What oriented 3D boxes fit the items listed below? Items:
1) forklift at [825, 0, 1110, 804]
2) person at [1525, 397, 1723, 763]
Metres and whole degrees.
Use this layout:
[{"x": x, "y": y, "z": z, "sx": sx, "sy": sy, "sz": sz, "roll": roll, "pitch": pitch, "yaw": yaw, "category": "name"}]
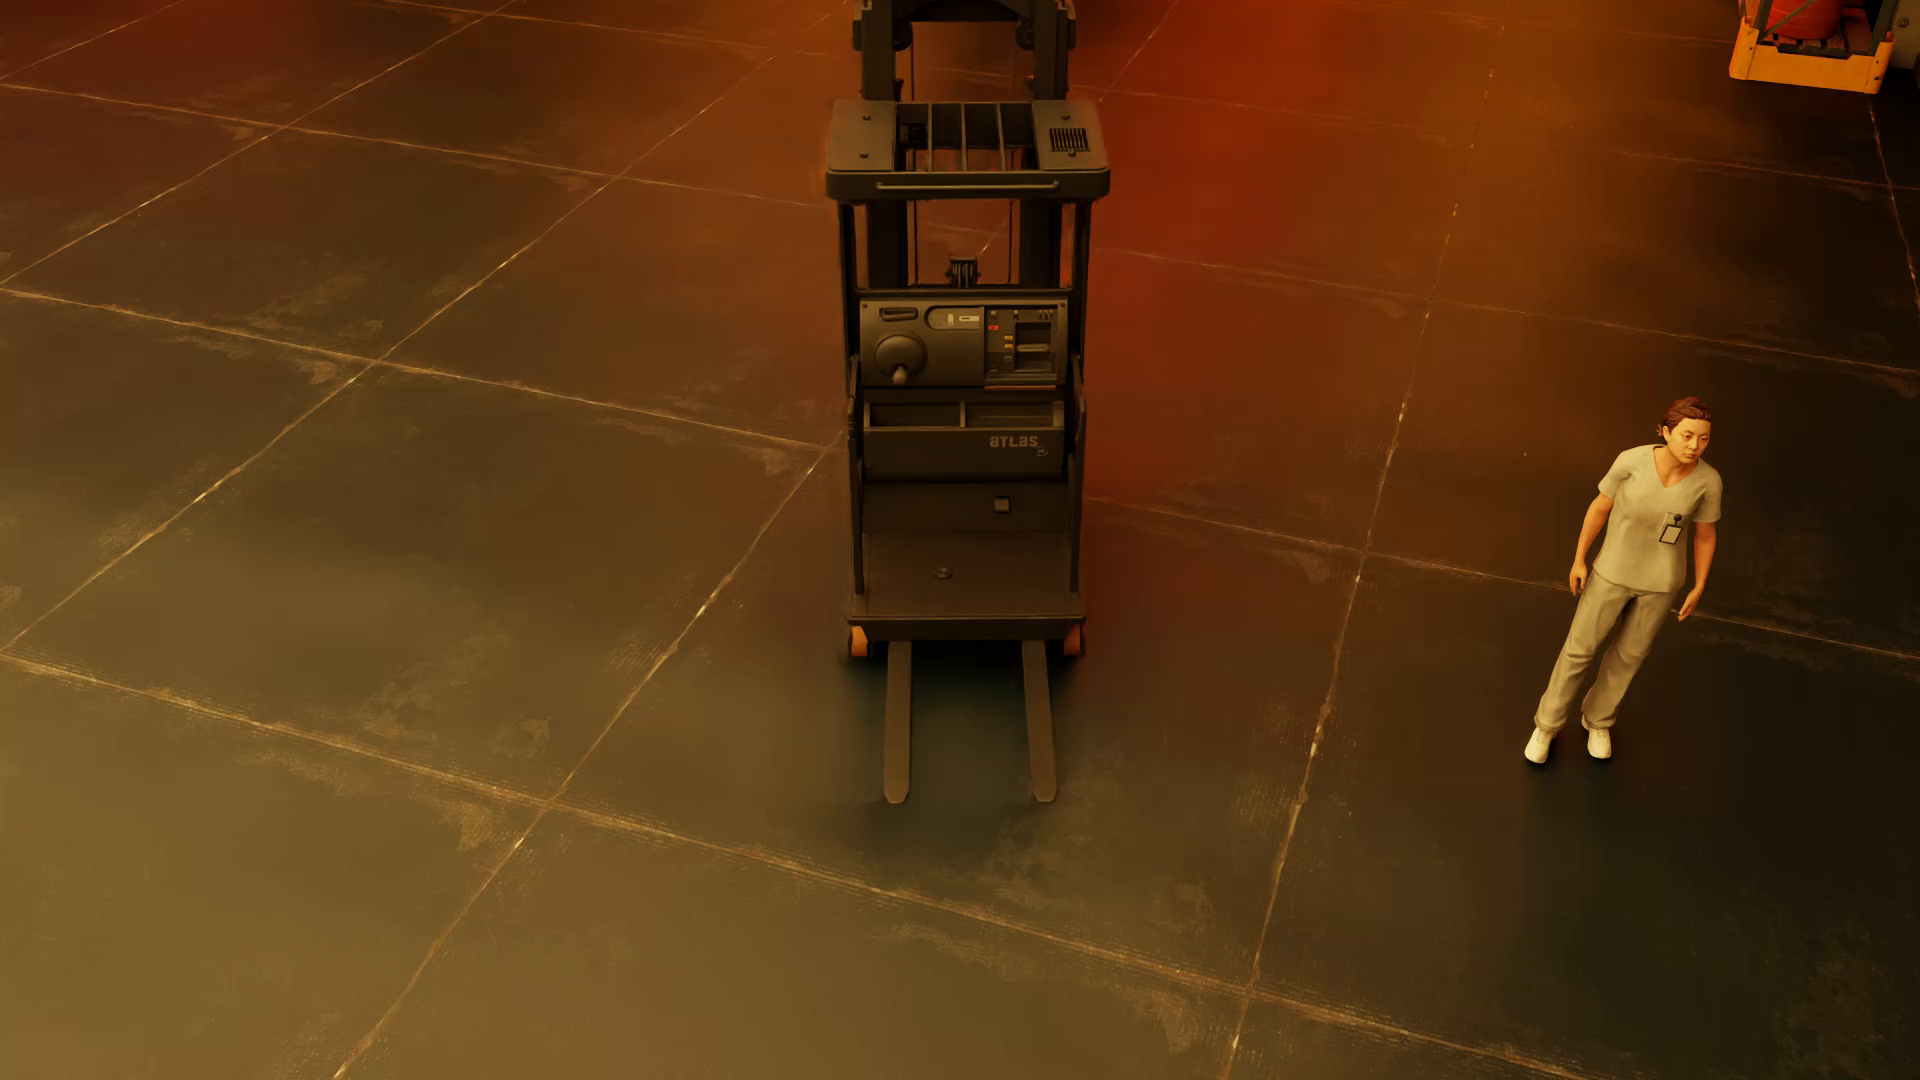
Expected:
[{"x": 0.024, "y": -0.823, "z": 7.272, "sx": 1.130, "sy": 2.935, "sz": 3.031, "roll": 0, "pitch": 35, "yaw": -1, "category": "forklift"}, {"x": 2.801, "y": 0.196, "z": 6.908, "sx": 0.548, "sy": 1.673, "sz": 0.549, "roll": 10, "pitch": 37, "yaw": 14, "category": "person"}]
